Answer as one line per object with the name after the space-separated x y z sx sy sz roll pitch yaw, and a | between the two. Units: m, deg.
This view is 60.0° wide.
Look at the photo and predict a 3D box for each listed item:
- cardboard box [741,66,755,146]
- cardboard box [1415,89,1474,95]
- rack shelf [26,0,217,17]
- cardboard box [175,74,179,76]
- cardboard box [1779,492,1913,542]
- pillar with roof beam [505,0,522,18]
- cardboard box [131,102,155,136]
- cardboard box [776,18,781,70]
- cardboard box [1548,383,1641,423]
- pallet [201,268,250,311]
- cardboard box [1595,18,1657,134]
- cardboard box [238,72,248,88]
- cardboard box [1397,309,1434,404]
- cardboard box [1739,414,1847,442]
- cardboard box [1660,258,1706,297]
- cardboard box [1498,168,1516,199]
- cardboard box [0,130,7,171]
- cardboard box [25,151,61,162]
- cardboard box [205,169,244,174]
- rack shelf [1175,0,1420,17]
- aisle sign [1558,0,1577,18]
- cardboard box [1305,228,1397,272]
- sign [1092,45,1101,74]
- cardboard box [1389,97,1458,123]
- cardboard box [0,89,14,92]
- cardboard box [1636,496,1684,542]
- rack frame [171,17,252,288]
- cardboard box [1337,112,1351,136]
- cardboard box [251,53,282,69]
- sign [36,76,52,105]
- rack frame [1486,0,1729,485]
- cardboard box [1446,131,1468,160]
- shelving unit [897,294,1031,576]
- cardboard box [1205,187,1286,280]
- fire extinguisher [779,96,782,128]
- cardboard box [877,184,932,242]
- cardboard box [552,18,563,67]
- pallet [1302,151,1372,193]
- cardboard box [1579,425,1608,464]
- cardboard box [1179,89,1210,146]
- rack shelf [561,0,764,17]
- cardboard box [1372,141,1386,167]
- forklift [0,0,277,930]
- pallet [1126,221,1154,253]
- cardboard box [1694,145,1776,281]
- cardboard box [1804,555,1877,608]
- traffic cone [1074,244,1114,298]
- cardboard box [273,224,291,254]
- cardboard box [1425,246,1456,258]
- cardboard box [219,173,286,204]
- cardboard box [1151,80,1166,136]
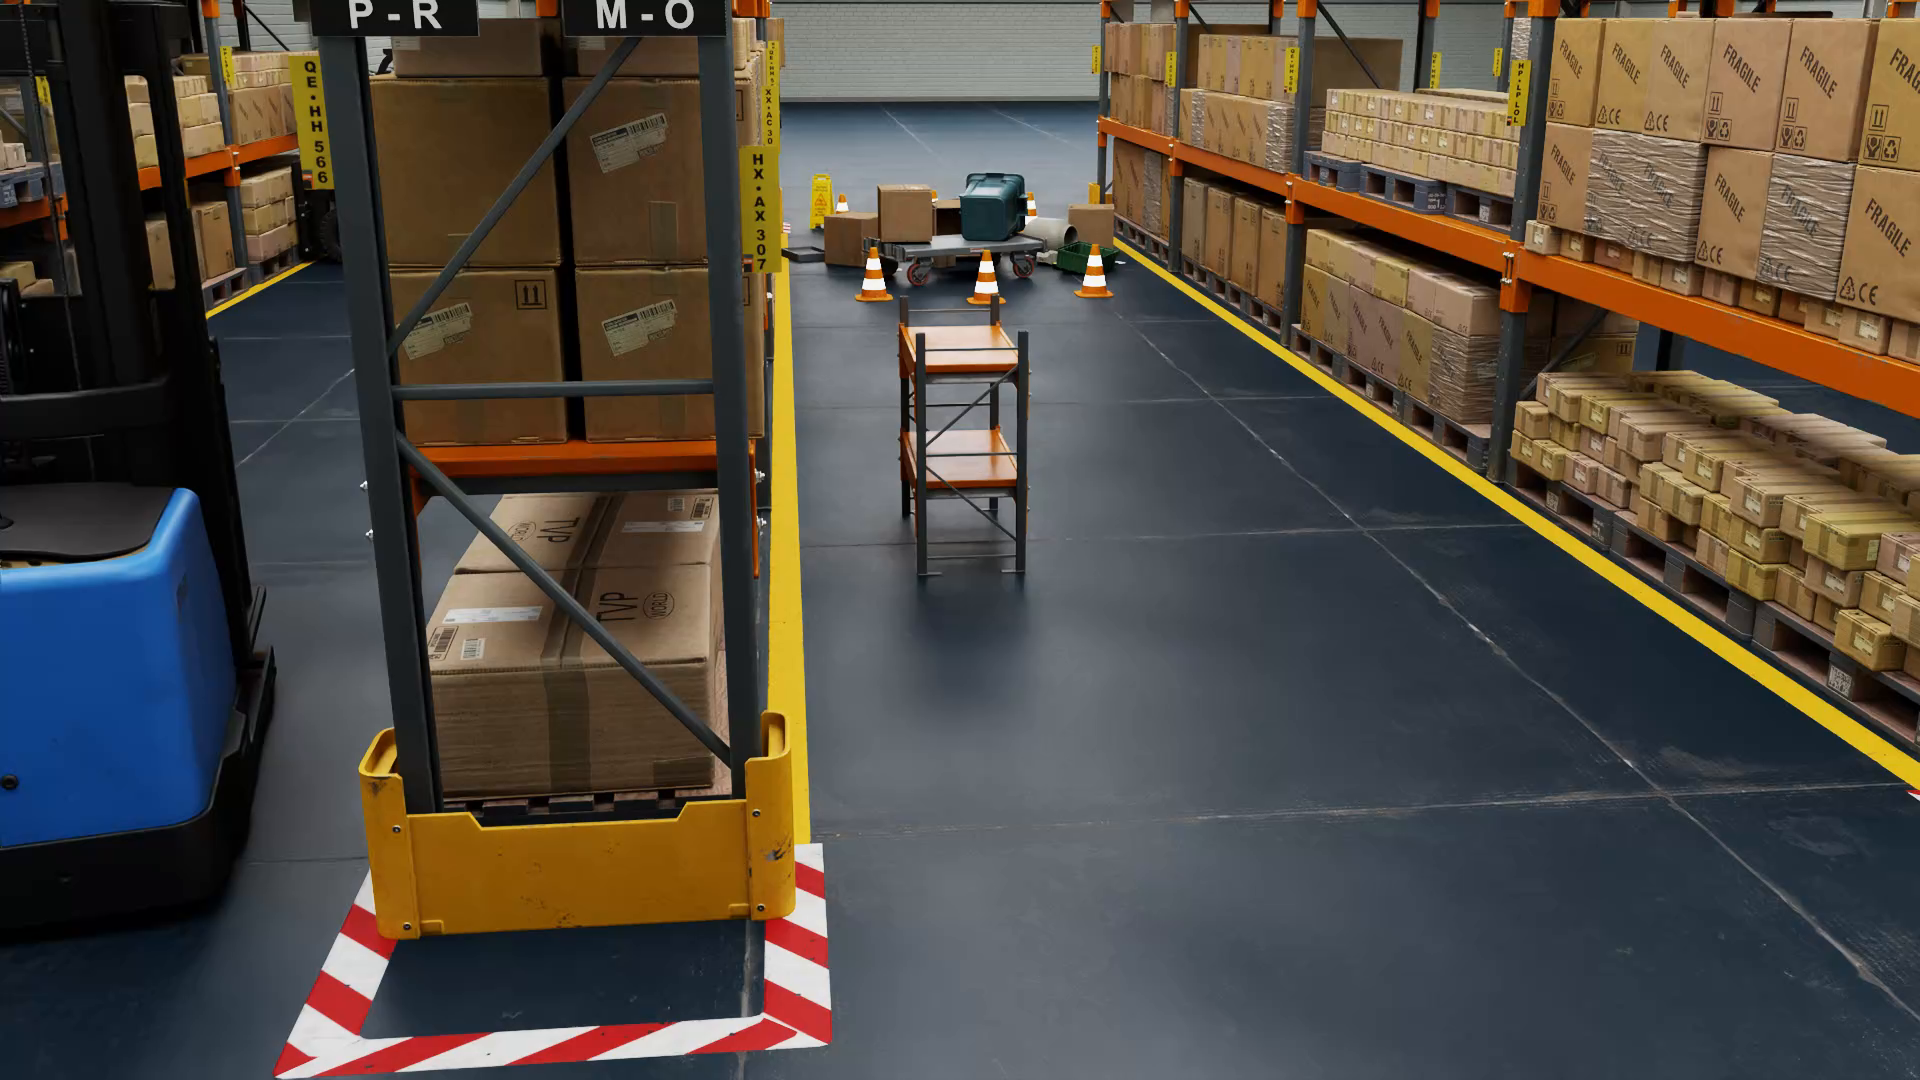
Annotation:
-0.898 -1.222 5.227 0.500 0.500 0.500 -2 18 -7 | cardboard box
3.523 -3.191 12.059 0.380 0.149 0.250 -2 18 -8 | cardboard box
-7.039 -4.305 13.075 1.077 0.370 4.000 -2 18 -6 | rack shelf
-7.595 -4.332 15.716 0.380 0.149 0.250 -2 18 -7 | cardboard box
3.450 -0.078 6.483 0.380 0.149 0.250 -2 18 -8 | cardboard box
-6.676 -14.915 40.662 9.100 9.000 0.400 -2 18 -6 | pillar with roof beam
-6.800 -3.385 13.367 0.500 0.250 0.500 -2 17 -5 | cardboard box
-2.194 -5.075 17.002 0.700 0.500 0.500 -2 18 -7 | cardboard box
3.228 -0.698 8.458 0.380 0.149 0.250 -1 17 -3 | cardboard box
-7.131 -2.264 15.037 1.003 0.211 1.213 -2 18 -6 | pallet
3.302 -2.138 7.646 0.500 0.500 0.500 -2 18 -7 | cardboard box
-7.100 -4.427 16.021 0.380 0.149 0.250 -2 18 -6 | cardboard box
3.050 -1.140 10.274 0.500 0.500 0.500 -2 18 -7 | cardboard box
3.893 -0.487 7.785 0.380 0.149 0.250 -3 18 -8 | cardboard box
3.317 -1.162 7.289 0.380 0.149 0.250 -1 17 -3 | cardboard box
3.192 -1.960 9.130 0.380 0.149 0.250 -2 18 -7 | cardboard box
-6.402 -2.446 10.509 0.500 0.250 0.500 -3 18 -8 | cardboard box
-6.636 -2.689 11.986 0.500 0.250 0.500 -2 18 -5 | cardboard box
-7.595 -3.621 16.922 0.500 0.250 0.500 -2 18 -5 | cardboard box
2.811 -4.642 14.150 1.077 0.370 4.000 -2 18 -6 | rack shelf
7.428 -6.733 20.277 0.394 0.787 0.004 -2 18 -6 | aisle sign
2.847 -2.111 12.115 0.500 0.250 0.500 -3 18 -8 | cardboard box
1.639 -5.778 19.995 0.100 0.325 0.005 -2 18 -6 | sign
3.009 -2.788 10.774 0.380 0.149 0.250 -1 17 -4 | cardboard box
-7.172 -3.223 12.184 0.380 0.149 0.250 -2 18 -6 | cardboard box
3.322 -0.103 7.557 0.380 0.149 0.250 -2 18 -7 | cardboard box
-7.246 -3.813 15.315 1.000 3.000 0.127 -2 18 -6 | rack frame
2.897 -2.950 11.788 0.380 0.149 0.250 -1 17 -3 | cardboard box
-7.248 -4.947 17.180 0.380 0.149 0.250 -2 17 -5 | cardboard box
-6.294 -3.155 11.419 0.100 0.325 0.005 -2 18 -6 | sign
3.429 -1.767 8.798 1.000 3.000 0.127 -2 18 -6 | rack frame
3.108 -2.336 9.831 0.380 0.149 0.250 -2 18 -7 | cardboard box
0.001 -0.535 8.002 0.538 1.125 1.048 -2 18 -6 | shelving unit
2.854 -2.808 15.168 1.050 0.750 0.750 -2 18 -6 | cardboard box
-2.275 -5.171 19.768 0.296 0.674 0.183 -2 18 -6 | fire extinguisher
-0.541 -3.200 16.271 0.500 0.500 0.500 -2 18 -6 | cardboard box
-1.453 -1.553 5.196 0.380 0.149 0.250 -1 17 -4 | cardboard box
3.196 -2.658 11.956 1.213 0.211 1.003 -2 18 -6 | pallet
3.325 -0.487 8.283 0.380 0.149 0.250 -2 18 -6 | cardboard box
2.391 -4.033 15.849 0.500 0.500 0.500 -2 17 -5 | cardboard box
-1.690 -3.268 9.771 1.077 0.370 4.000 -2 18 -6 | rack shelf
2.977 -2.580 11.105 0.380 0.149 0.250 -1 17 -4 | cardboard box
-3.057 -0.698 5.507 1.130 2.935 3.031 -6 18 -17 | forklift
2.475 -3.413 18.697 1.003 0.211 1.213 -2 18 -6 | pallet
3.389 -1.344 6.787 0.500 0.500 0.500 -1 17 -3 | cardboard box
3.448 0.139 6.287 0.380 0.149 0.250 -2 18 -8 | cardboard box
1.241 -2.494 15.348 0.336 0.463 0.334 -2 18 -6 | traffic cone
-7.034 -3.007 16.636 0.500 0.250 0.500 -2 18 -7 | cardboard box
3.448 -1.827 11.207 0.500 0.250 0.500 -1 17 -4 | cardboard box
-7.026 -3.485 16.490 0.500 0.250 0.500 -2 18 -6 | cardboard box
2.475 -4.495 17.236 0.875 0.550 0.550 -2 18 -6 | cardboard box
